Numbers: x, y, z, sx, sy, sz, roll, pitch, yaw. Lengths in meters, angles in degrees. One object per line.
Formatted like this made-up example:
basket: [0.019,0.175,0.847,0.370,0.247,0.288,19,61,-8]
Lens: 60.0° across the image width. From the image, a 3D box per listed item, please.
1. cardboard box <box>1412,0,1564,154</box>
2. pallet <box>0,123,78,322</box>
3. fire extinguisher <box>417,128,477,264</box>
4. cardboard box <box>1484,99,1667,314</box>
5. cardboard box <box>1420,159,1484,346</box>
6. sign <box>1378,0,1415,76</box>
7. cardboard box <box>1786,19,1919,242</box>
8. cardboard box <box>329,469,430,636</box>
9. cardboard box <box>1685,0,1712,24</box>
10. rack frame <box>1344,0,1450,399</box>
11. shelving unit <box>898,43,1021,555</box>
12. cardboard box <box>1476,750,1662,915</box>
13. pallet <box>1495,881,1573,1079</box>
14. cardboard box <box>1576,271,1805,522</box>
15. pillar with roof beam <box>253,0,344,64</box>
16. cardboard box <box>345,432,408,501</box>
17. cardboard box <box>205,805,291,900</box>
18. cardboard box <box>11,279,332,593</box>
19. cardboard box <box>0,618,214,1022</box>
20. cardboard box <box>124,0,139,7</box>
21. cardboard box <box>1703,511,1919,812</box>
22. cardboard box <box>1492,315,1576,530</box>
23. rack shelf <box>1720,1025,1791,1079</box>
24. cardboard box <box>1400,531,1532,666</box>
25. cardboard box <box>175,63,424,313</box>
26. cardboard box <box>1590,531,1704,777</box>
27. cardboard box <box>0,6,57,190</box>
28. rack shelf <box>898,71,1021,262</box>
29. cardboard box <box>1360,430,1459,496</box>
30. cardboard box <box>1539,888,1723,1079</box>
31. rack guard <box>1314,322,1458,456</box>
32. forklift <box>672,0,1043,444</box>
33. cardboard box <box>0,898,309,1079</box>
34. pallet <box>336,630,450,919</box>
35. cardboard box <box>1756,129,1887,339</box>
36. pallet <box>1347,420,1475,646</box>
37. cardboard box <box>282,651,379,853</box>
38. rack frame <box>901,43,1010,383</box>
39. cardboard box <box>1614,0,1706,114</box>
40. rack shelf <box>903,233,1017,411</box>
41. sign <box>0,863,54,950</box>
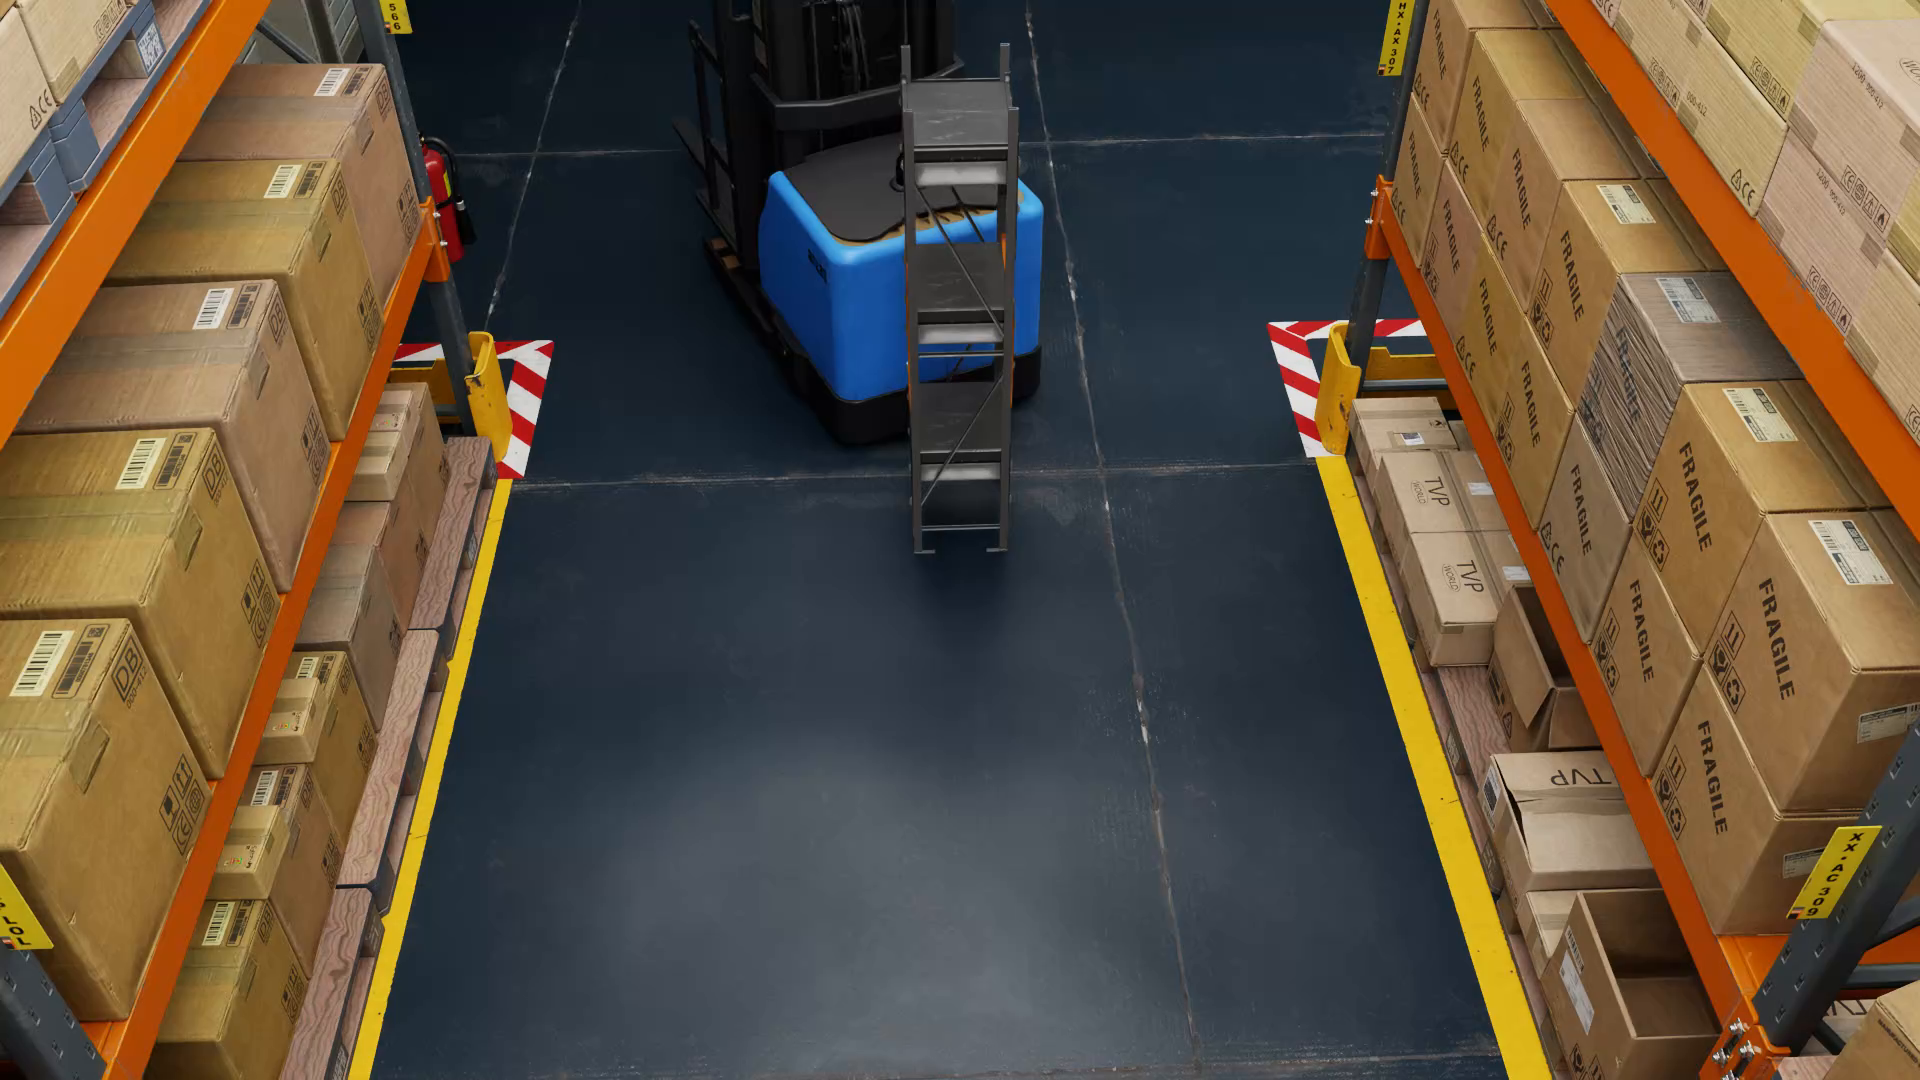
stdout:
cardboard box: [2.020,-1.777,6.155,0.500,0.500,0.500,0,43,0]
pallet: [-2.539,-0.460,3.377,1.003,0.211,1.213,-2,43,-2]
fire extinguisher: [-2.230,-1.483,6.982,0.296,0.674,0.183,-2,43,-2]
cardboard box: [2.066,-1.087,5.402,0.500,0.500,0.500,-1,43,-1]
cardboard box: [2.047,-1.061,6.113,0.500,0.500,0.500,-2,43,-2]
sign: [1.722,-1.982,6.552,0.100,0.325,0.005,-2,43,-2]
cardboard box: [2.125,-0.872,3.502,0.500,0.250,0.500,-2,43,-2]
cardboard box: [-2.534,0.040,6.526,0.700,0.500,0.500,-2,43,-2]
cardboard box: [2.085,-1.547,4.239,0.500,0.250,0.500,-2,43,-2]
rack frame: [2.264,-1.679,6.862,1.000,3.000,0.127,-2,43,-2]
shelving unit: [-0.007,-0.886,6.662,0.431,2.100,0.503,-2,43,-2]
cardboard box: [2.095,0.968,5.639,0.500,0.311,0.500,-2,43,-2]
pallet: [2.406,1.586,5.364,1.003,0.211,1.213,-2,43,-2]
cardboard box: [2.109,-0.404,4.657,0.500,0.500,0.500,-1,43,-1]
pillar with roof beam: [0.638,-5.667,6.773,9.100,9.000,0.400,-2,43,-2]
cardboard box: [-2.356,-0.283,6.398,0.380,0.149,0.250,-1,43,-1]
cardboard box: [-2.276,0.949,5.053,0.380,0.149,0.250,0,43,0]
cardboard box: [-2.588,-0.295,5.130,0.980,0.700,0.700,-4,43,-4]
cardboard box: [-2.521,0.689,4.057,0.980,0.700,0.700,-1,43,-1]
cardboard box: [-2.338,-1.587,4.268,0.500,0.250,0.500,-3,43,-3]
cardboard box: [2.154,0.282,3.909,0.500,0.500,0.500,-1,43,-2]
cardboard box: [2.085,-0.384,5.375,0.500,0.500,0.500,-1,43,-1]
rack shelf: [2.519,2.637,2.686,1.077,0.370,4.000,-2,43,-2]
cardboard box: [2.047,0.223,6.496,0.500,0.250,0.500,-2,43,-2]
cardboard box: [-2.653,-1.301,6.227,0.980,0.700,0.700,0,43,0]
cardboard box: [2.133,0.306,4.622,0.500,0.500,0.500,-1,43,-1]
cardboard box: [-2.288,-0.895,3.512,0.500,0.250,0.500,-2,43,-3]
rack shelf: [-0.007,-1.392,6.199,0.431,0.518,0.480,-2,43,-2]
cardboard box: [1.950,-0.335,7.167,0.380,0.166,0.250,-2,43,-2]
cardboard box: [2.127,1.404,5.023,0.500,0.500,0.500,-2,43,-2]
rack guard: [2.268,-0.706,7.651,1.175,0.500,0.348,-2,43,-2]
forklift: [-0.705,-2.519,7.829,1.130,2.935,3.031,-18,45,-18]
cardboard box: [-2.444,1.425,5.015,0.700,0.500,0.500,-1,43,-1]
pallet: [-2.524,0.853,6.163,1.003,0.211,1.213,-2,43,-2]
cardboard box: [2.137,-0.688,3.671,0.500,0.250,0.500,-2,43,-2]
pallet: [2.303,-0.061,7.161,1.003,0.211,1.213,-2,43,-2]
cardboard box: [-2.482,0.739,5.763,0.700,0.500,0.500,-1,43,-1]
rack frame: [-0.017,-1.051,6.842,0.400,2.100,0.015,-2,43,-2]
cardboard box: [2.091,-1.363,4.408,0.500,0.250,0.500,-2,43,-2]
rack shelf: [-0.007,-0.876,6.672,0.431,0.518,0.480,-2,43,-2]
sign: [-1.973,0.746,3.418,0.100,0.325,0.005,-2,43,-2]
